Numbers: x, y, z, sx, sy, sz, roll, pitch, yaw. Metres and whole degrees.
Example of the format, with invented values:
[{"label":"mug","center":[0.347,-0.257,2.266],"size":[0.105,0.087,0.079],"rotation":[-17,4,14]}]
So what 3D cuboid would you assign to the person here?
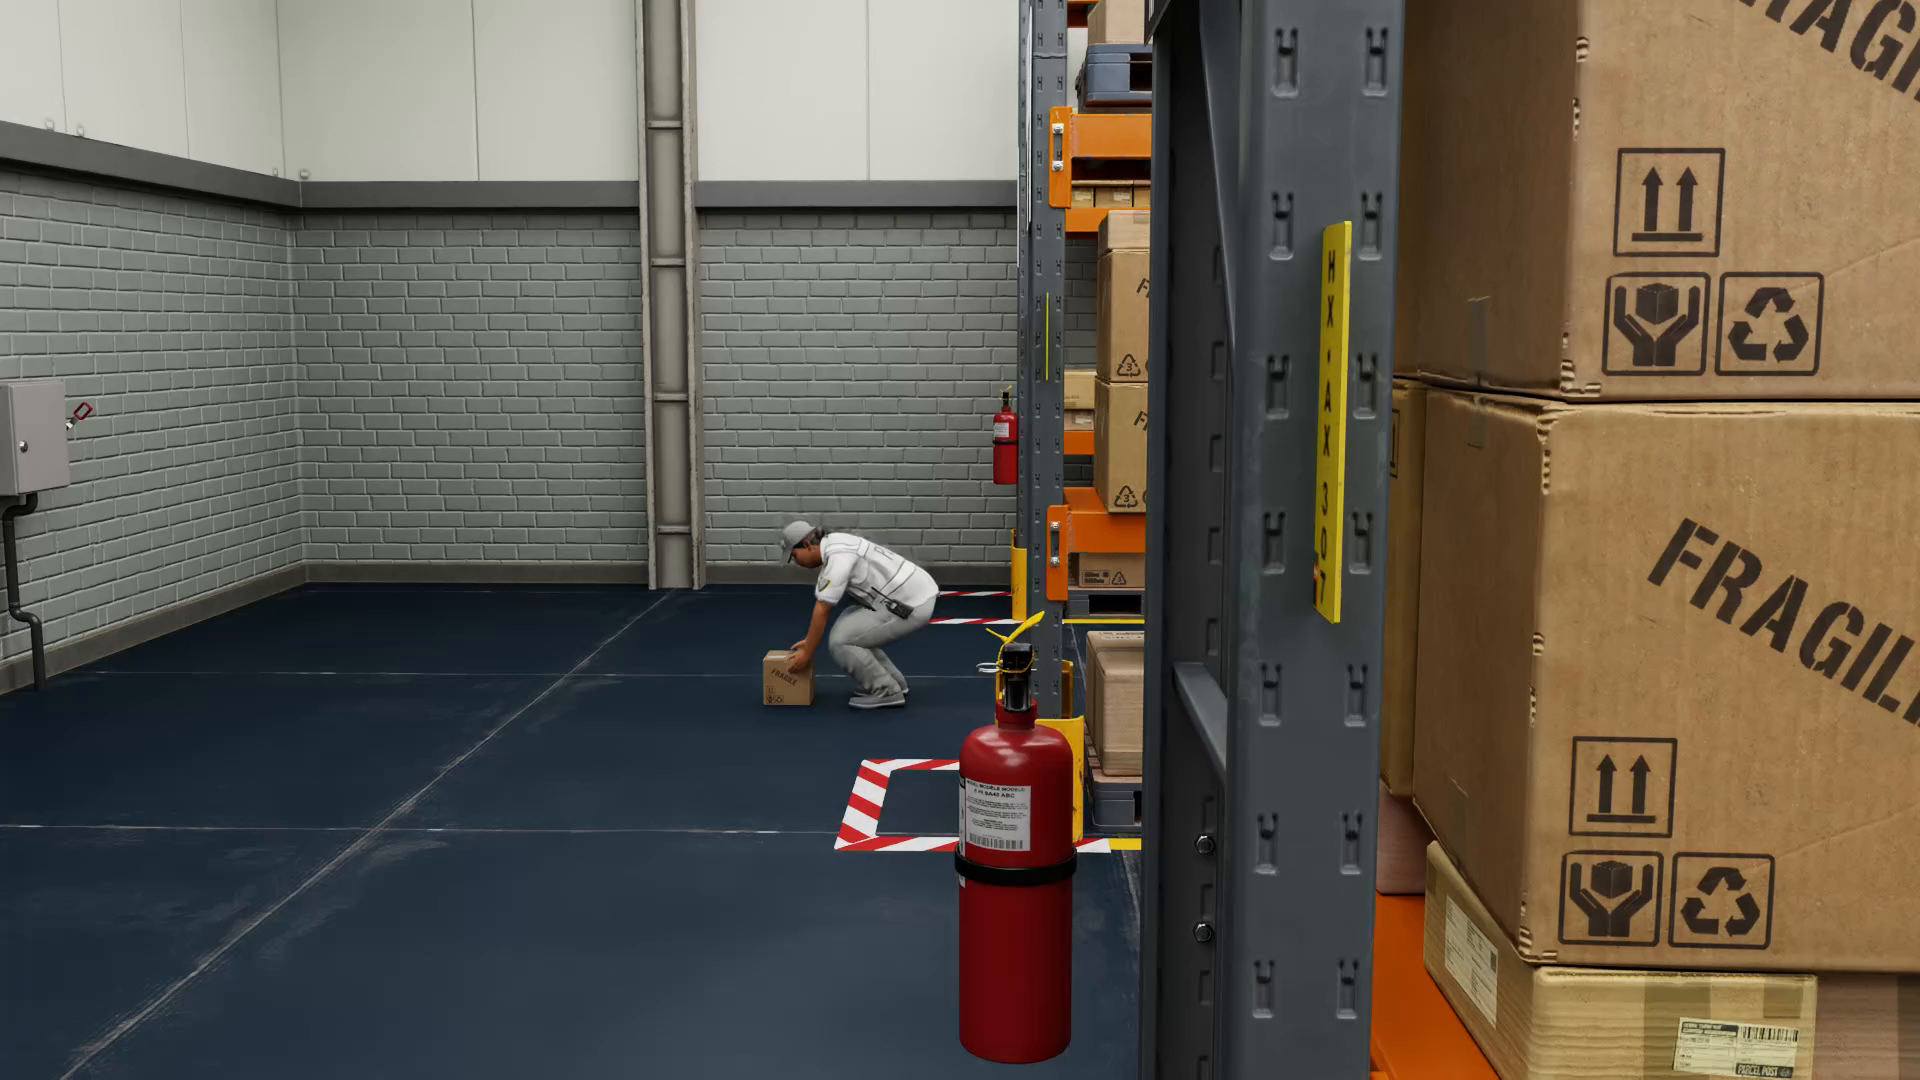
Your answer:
[{"label":"person","center":[-0.538,0.387,8.923],"size":[0.847,0.992,0.527],"rotation":[0,7,1]}]
